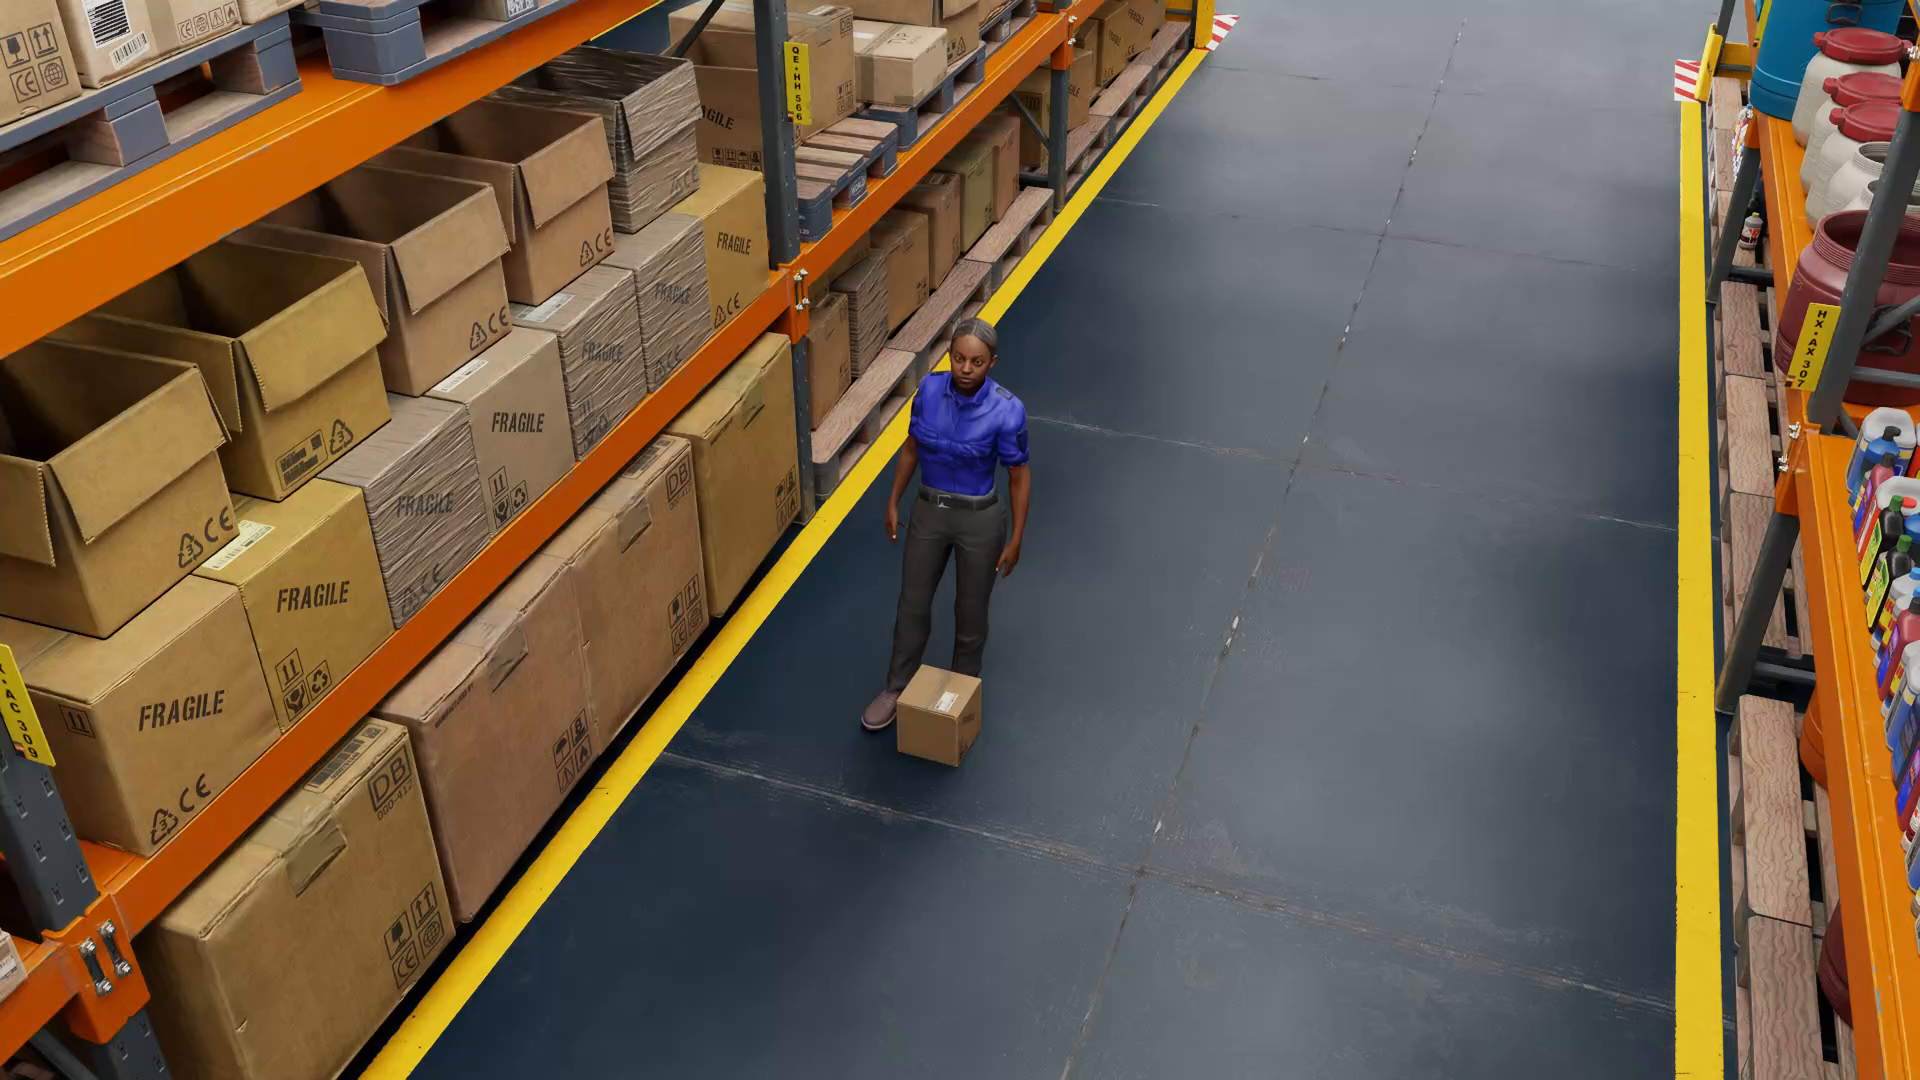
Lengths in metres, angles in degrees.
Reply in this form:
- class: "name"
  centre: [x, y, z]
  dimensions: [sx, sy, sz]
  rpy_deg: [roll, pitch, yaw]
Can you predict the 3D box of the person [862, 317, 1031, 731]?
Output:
- class: "person"
  centre: [-0.051, -0.020, 6.159]
  dimensions: [0.568, 1.655, 0.503]
  rpy_deg: [13, 36, 19]
